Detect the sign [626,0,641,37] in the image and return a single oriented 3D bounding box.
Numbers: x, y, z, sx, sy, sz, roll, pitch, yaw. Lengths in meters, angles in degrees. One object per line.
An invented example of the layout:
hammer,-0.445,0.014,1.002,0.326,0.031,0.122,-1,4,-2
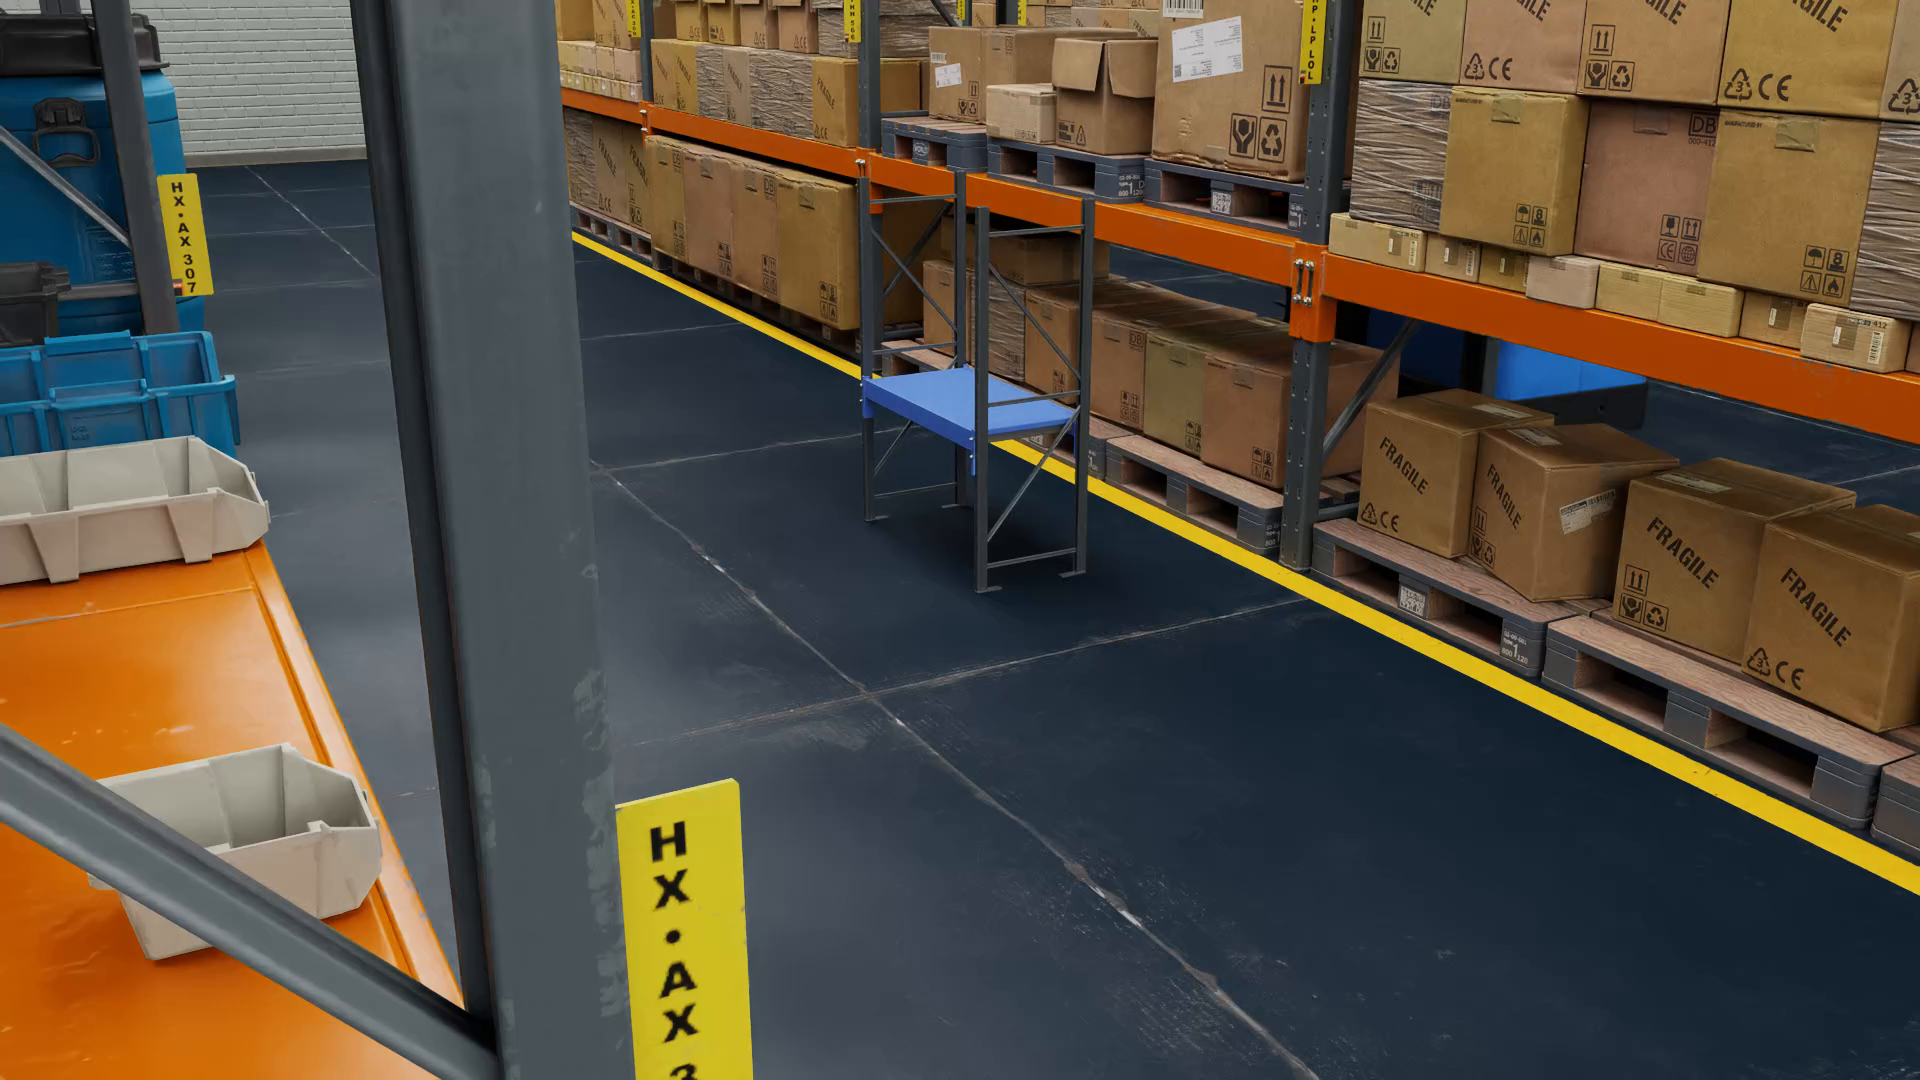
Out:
sign,-2.509,-4.033,12.771,0.100,0.325,0.005,-10,21,-27

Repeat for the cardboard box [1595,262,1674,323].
cardboard box,2.230,-0.794,5.219,0.380,0.149,0.250,-10,21,-27

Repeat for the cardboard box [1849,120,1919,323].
cardboard box,2.897,-0.853,4.395,0.875,0.500,0.500,-10,21,-27

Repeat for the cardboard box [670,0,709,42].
cardboard box,-1.711,-4.012,12.468,0.797,0.503,0.637,-11,22,-28

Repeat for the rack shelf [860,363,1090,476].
rack shelf,0.041,-0.514,6.874,0.538,0.185,1.000,-10,21,-27

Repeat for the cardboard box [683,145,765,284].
cardboard box,-1.275,-2.430,12.188,1.225,0.875,0.875,-11,22,-29

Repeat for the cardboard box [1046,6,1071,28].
cardboard box,1.207,-5.139,16.815,0.500,0.500,0.500,-11,22,-28

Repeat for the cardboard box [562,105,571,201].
cardboard box,-3.547,-3.844,16.285,0.875,0.875,0.875,-10,21,-27

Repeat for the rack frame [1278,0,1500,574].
rack frame,1.777,-1.376,6.521,1.000,3.000,0.127,-10,21,-27

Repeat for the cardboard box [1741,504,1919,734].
cardboard box,2.800,0.225,5.070,0.500,0.500,0.500,-8,21,-22

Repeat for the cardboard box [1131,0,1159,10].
cardboard box,1.930,-5.165,15.360,0.500,0.500,0.500,-11,22,-29

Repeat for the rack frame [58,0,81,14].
rack frame,-4.481,-1.757,7.625,1.000,3.000,0.127,-10,21,-27

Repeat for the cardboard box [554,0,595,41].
cardboard box,-3.442,-4.774,14.993,0.500,0.500,0.500,-11,22,-28

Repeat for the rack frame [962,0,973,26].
rack frame,0.492,-5.560,18.646,1.000,3.000,0.127,-10,21,-27

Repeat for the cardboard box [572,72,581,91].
cardboard box,-3.185,-4.033,14.605,0.380,0.149,0.250,-10,21,-26

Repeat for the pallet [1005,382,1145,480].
pallet,0.823,-0.632,8.639,1.003,0.211,1.213,-10,21,-27

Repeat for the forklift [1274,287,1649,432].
forklift,2.468,-2.276,9.234,1.130,2.935,3.031,-9,21,-23

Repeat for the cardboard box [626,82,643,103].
cardboard box,-2.455,-3.591,13.324,0.380,0.149,0.250,-10,21,-26

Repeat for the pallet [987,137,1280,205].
pallet,0.854,-1.872,8.251,1.003,0.211,1.213,-10,21,-27

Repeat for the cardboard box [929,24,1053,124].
cardboard box,0.169,-2.621,9.332,0.500,0.500,0.500,-13,23,-33

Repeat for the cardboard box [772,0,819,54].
cardboard box,-0.762,-3.446,10.827,0.797,0.503,0.637,-9,21,-25

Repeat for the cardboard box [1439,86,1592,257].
cardboard box,2.143,-1.276,5.622,0.875,0.500,0.500,-10,21,-27

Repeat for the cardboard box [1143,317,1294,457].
cardboard box,1.295,-0.722,7.782,0.700,0.500,0.500,-10,21,-27

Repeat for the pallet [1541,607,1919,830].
pallet,2.710,0.480,5.416,1.003,0.211,1.213,-10,21,-27

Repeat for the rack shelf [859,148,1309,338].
rack shelf,0.827,-1.610,8.302,1.077,0.370,4.000,-10,21,-27

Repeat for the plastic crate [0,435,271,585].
plastic crate,-1.588,-0.057,3.103,0.530,0.136,0.437,-10,21,-27

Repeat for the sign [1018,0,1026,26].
sign,0.351,-3.121,9.924,0.100,0.325,0.005,-10,21,-27

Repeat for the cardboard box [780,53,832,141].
cardboard box,-0.806,-2.819,10.549,0.500,0.500,0.500,-10,22,-27

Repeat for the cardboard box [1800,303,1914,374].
cardboard box,2.555,-0.573,4.579,0.380,0.149,0.250,-10,21,-27

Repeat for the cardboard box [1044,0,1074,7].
cardboard box,1.189,-5.608,16.644,0.500,0.500,0.500,-11,22,-28

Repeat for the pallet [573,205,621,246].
pallet,-2.897,-2.935,15.315,1.003,0.211,1.213,-10,21,-27

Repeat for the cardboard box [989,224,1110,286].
cardboard box,0.483,-1.567,9.081,0.500,0.250,0.500,-7,20,-21

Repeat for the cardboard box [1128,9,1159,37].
cardboard box,1.913,-4.695,15.529,0.500,0.500,0.500,-10,21,-27

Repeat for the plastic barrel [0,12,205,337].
plastic barrel,-2.499,-1.004,4.673,0.600,0.901,0.708,-10,21,-27

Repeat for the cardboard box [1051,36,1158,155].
cardboard box,0.873,-2.107,7.836,0.797,0.503,0.637,-8,20,-21

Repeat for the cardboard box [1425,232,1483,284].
cardboard box,1.865,-1.008,5.838,0.380,0.149,0.250,-10,21,-27

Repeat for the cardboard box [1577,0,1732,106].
cardboard box,2.243,-1.581,4.973,0.500,0.500,0.500,-10,21,-27

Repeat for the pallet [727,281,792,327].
pallet,-1.006,-1.794,12.007,1.003,0.211,1.213,-10,21,-27

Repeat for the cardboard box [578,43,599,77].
cardboard box,-2.953,-4.123,14.255,0.500,0.250,0.500,-10,21,-26

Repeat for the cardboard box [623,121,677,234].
cardboard box,-2.265,-3.069,14.039,0.875,0.875,0.875,-10,21,-27

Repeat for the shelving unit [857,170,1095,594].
shelving unit,0.041,-0.684,6.816,0.538,1.500,1.048,-10,21,-27

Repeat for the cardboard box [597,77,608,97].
cardboard box,-2.821,-3.812,13.965,0.380,0.149,0.250,-10,21,-26

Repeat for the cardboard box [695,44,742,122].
cardboard box,-1.547,-3.261,11.830,0.500,0.500,0.500,-11,22,-28

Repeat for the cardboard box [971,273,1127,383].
cardboard box,0.488,-1.204,9.180,0.700,0.500,0.500,-12,22,-31

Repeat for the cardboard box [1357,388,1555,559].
cardboard box,1.932,-0.272,6.509,0.500,0.500,0.500,-11,22,-28

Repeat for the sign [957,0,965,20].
sign,0.014,-5.885,18.261,0.100,0.325,0.005,-10,21,-27
